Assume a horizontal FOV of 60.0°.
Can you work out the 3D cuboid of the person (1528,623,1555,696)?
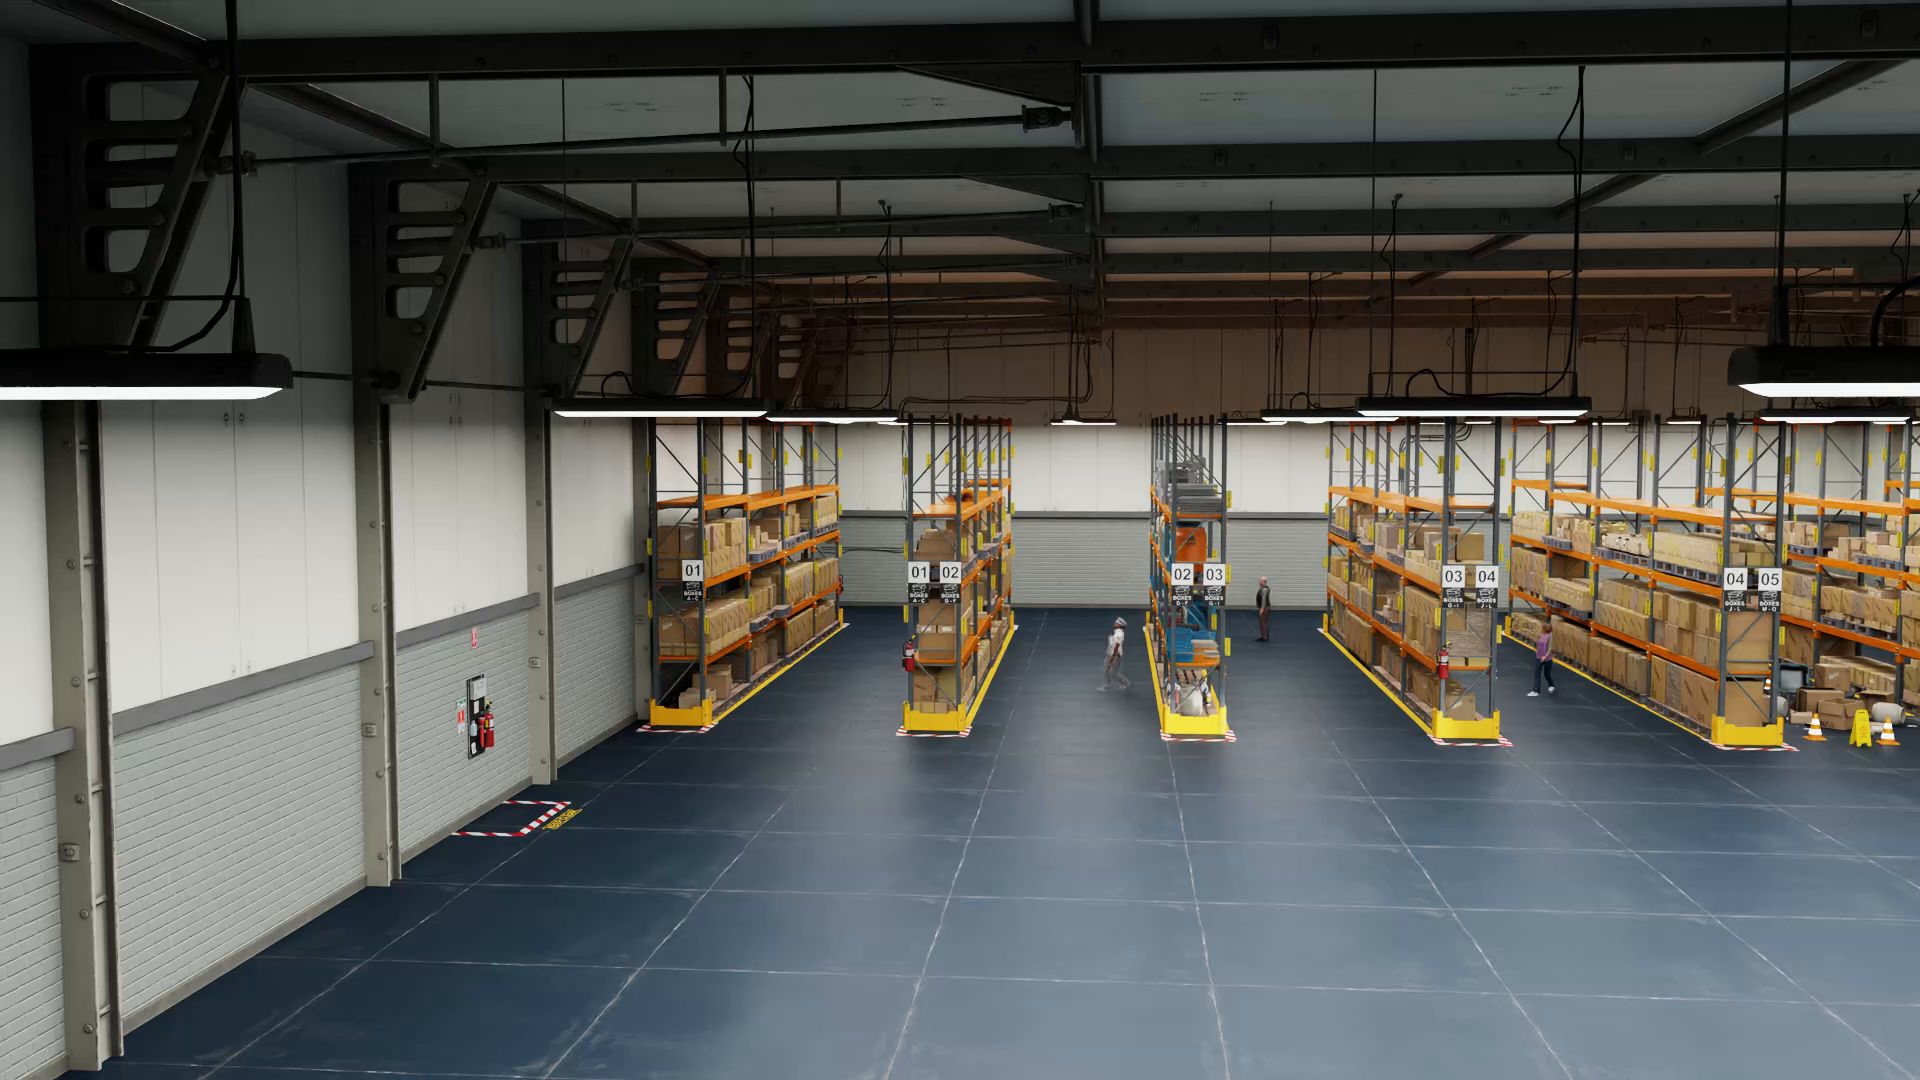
[{"bbox_3d":[12.482,2.558,35.555,0.851,1.534,0.438,-3,5,-36],"label":"person"}]

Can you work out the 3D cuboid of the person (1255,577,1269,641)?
[{"bbox_3d":[8.120,1.855,44.636,0.381,1.735,0.606,1,4,14],"label":"person"}]

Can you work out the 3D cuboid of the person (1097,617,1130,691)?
[{"bbox_3d":[3.355,2.475,35.940,0.683,1.634,0.606,-1,4,-20],"label":"person"}]
